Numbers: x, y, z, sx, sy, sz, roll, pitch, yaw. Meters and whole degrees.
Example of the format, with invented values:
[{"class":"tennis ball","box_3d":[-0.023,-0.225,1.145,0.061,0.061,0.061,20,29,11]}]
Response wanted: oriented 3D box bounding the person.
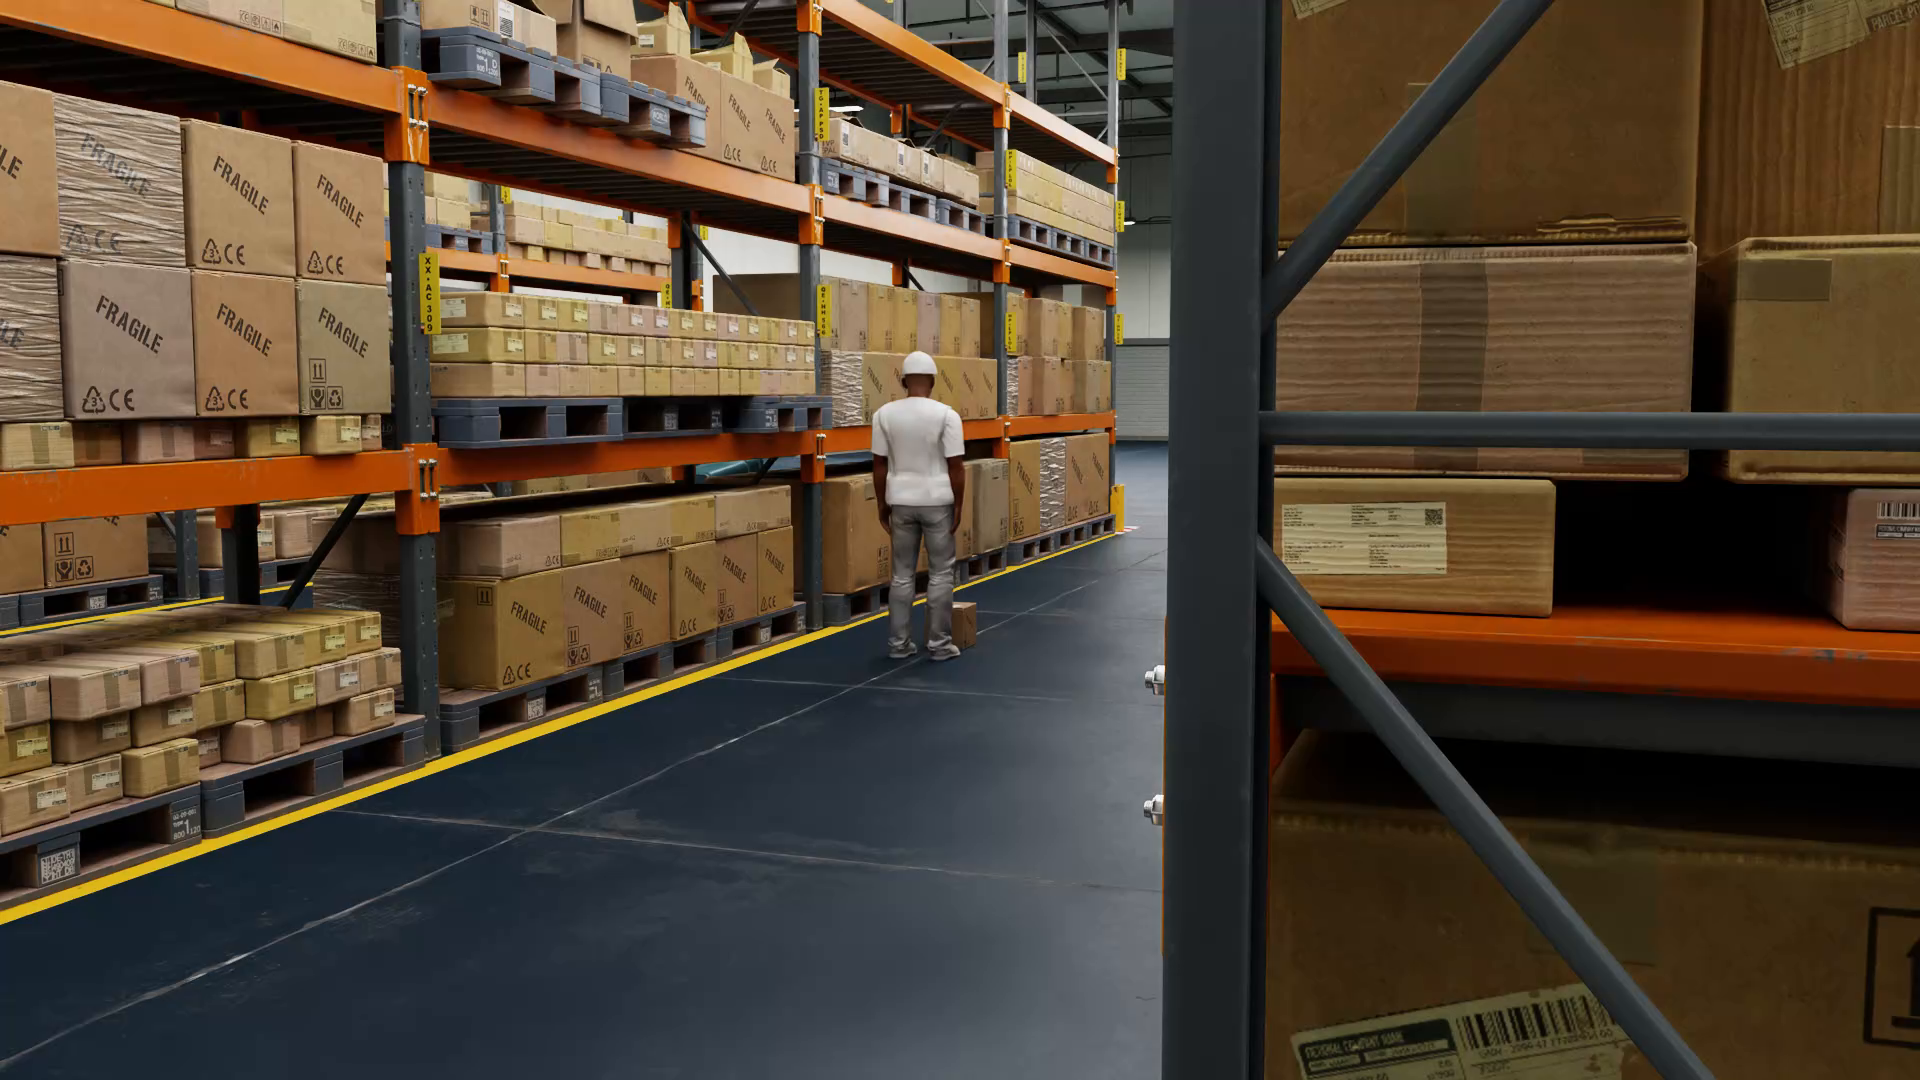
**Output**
[{"class":"person","box_3d":[-0.229,-0.196,9.550,0.564,1.763,0.360,2,5,19]}]
